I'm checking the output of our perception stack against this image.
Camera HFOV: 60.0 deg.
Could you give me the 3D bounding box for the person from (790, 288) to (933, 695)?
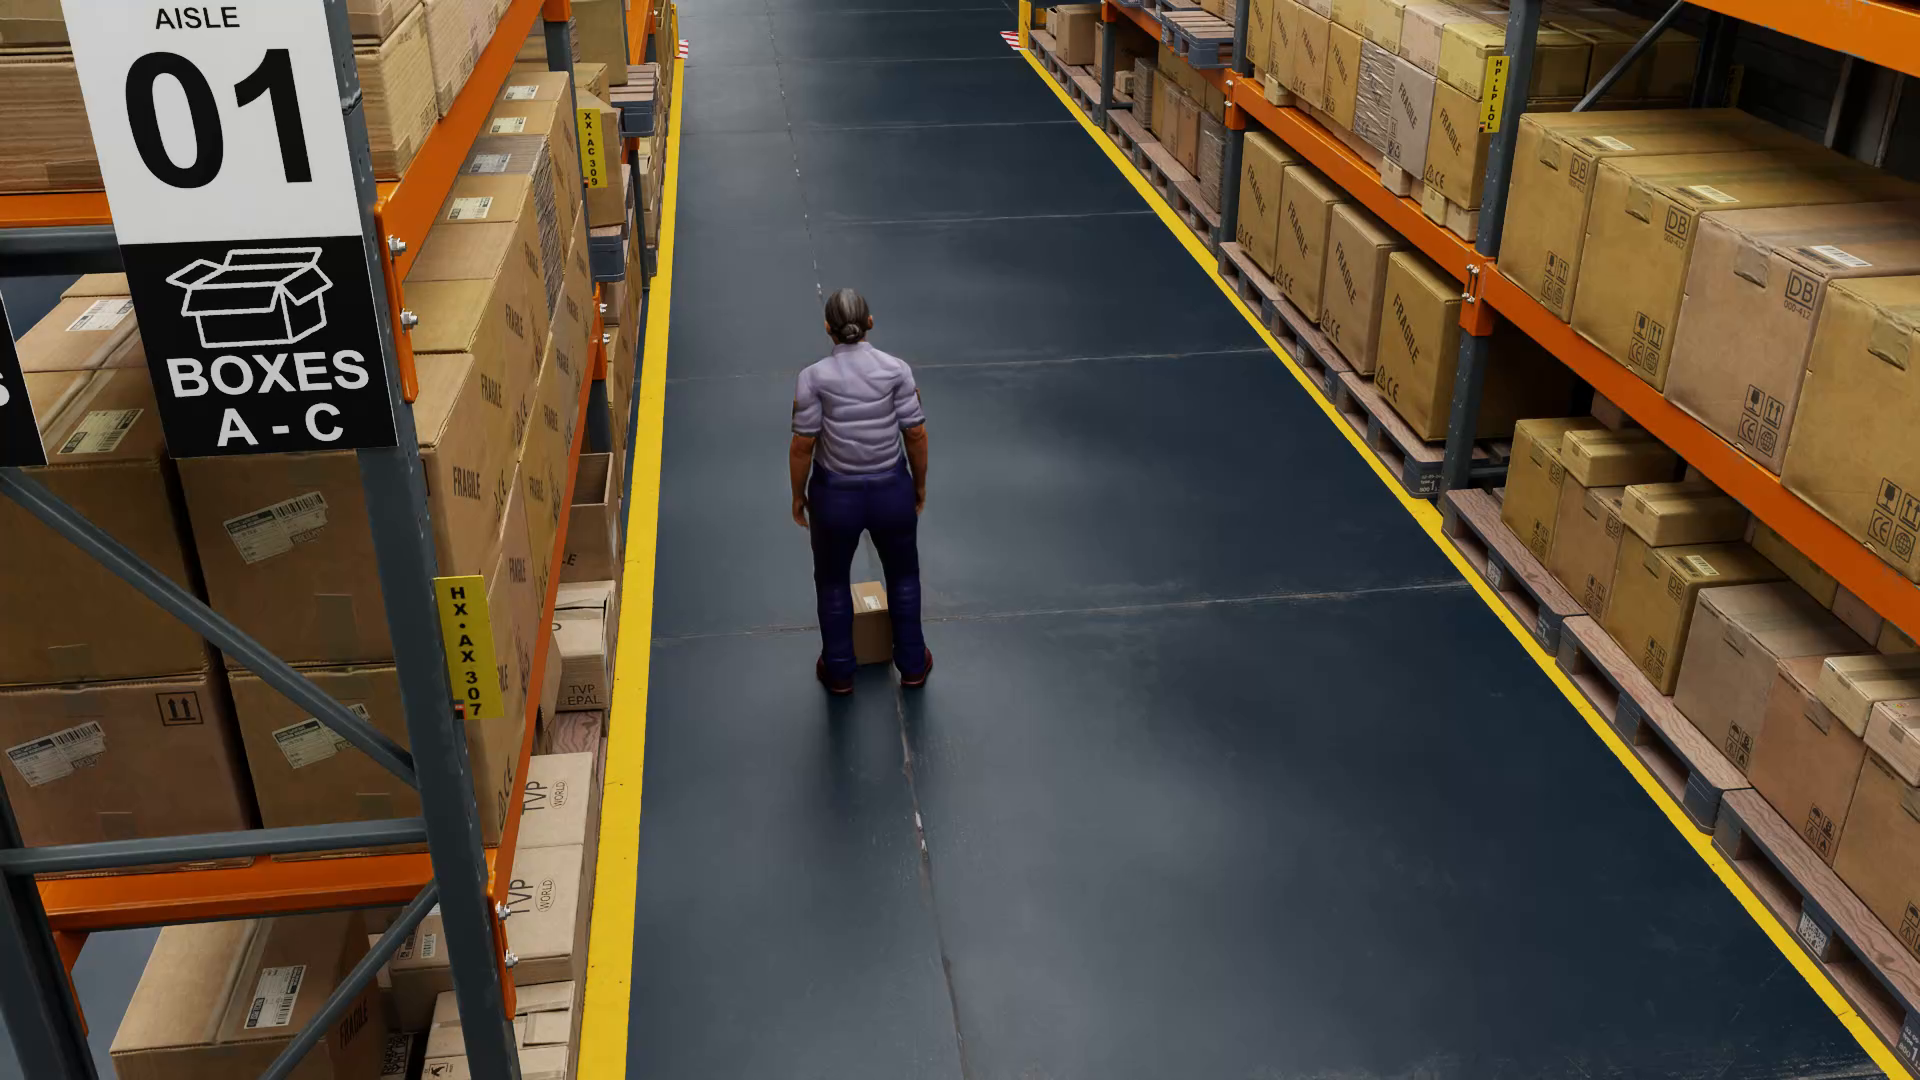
[{"bbox_3d":[-0.373,-0.161,6.439,0.559,1.652,0.364,-5,28,-9],"label":"person"}]
